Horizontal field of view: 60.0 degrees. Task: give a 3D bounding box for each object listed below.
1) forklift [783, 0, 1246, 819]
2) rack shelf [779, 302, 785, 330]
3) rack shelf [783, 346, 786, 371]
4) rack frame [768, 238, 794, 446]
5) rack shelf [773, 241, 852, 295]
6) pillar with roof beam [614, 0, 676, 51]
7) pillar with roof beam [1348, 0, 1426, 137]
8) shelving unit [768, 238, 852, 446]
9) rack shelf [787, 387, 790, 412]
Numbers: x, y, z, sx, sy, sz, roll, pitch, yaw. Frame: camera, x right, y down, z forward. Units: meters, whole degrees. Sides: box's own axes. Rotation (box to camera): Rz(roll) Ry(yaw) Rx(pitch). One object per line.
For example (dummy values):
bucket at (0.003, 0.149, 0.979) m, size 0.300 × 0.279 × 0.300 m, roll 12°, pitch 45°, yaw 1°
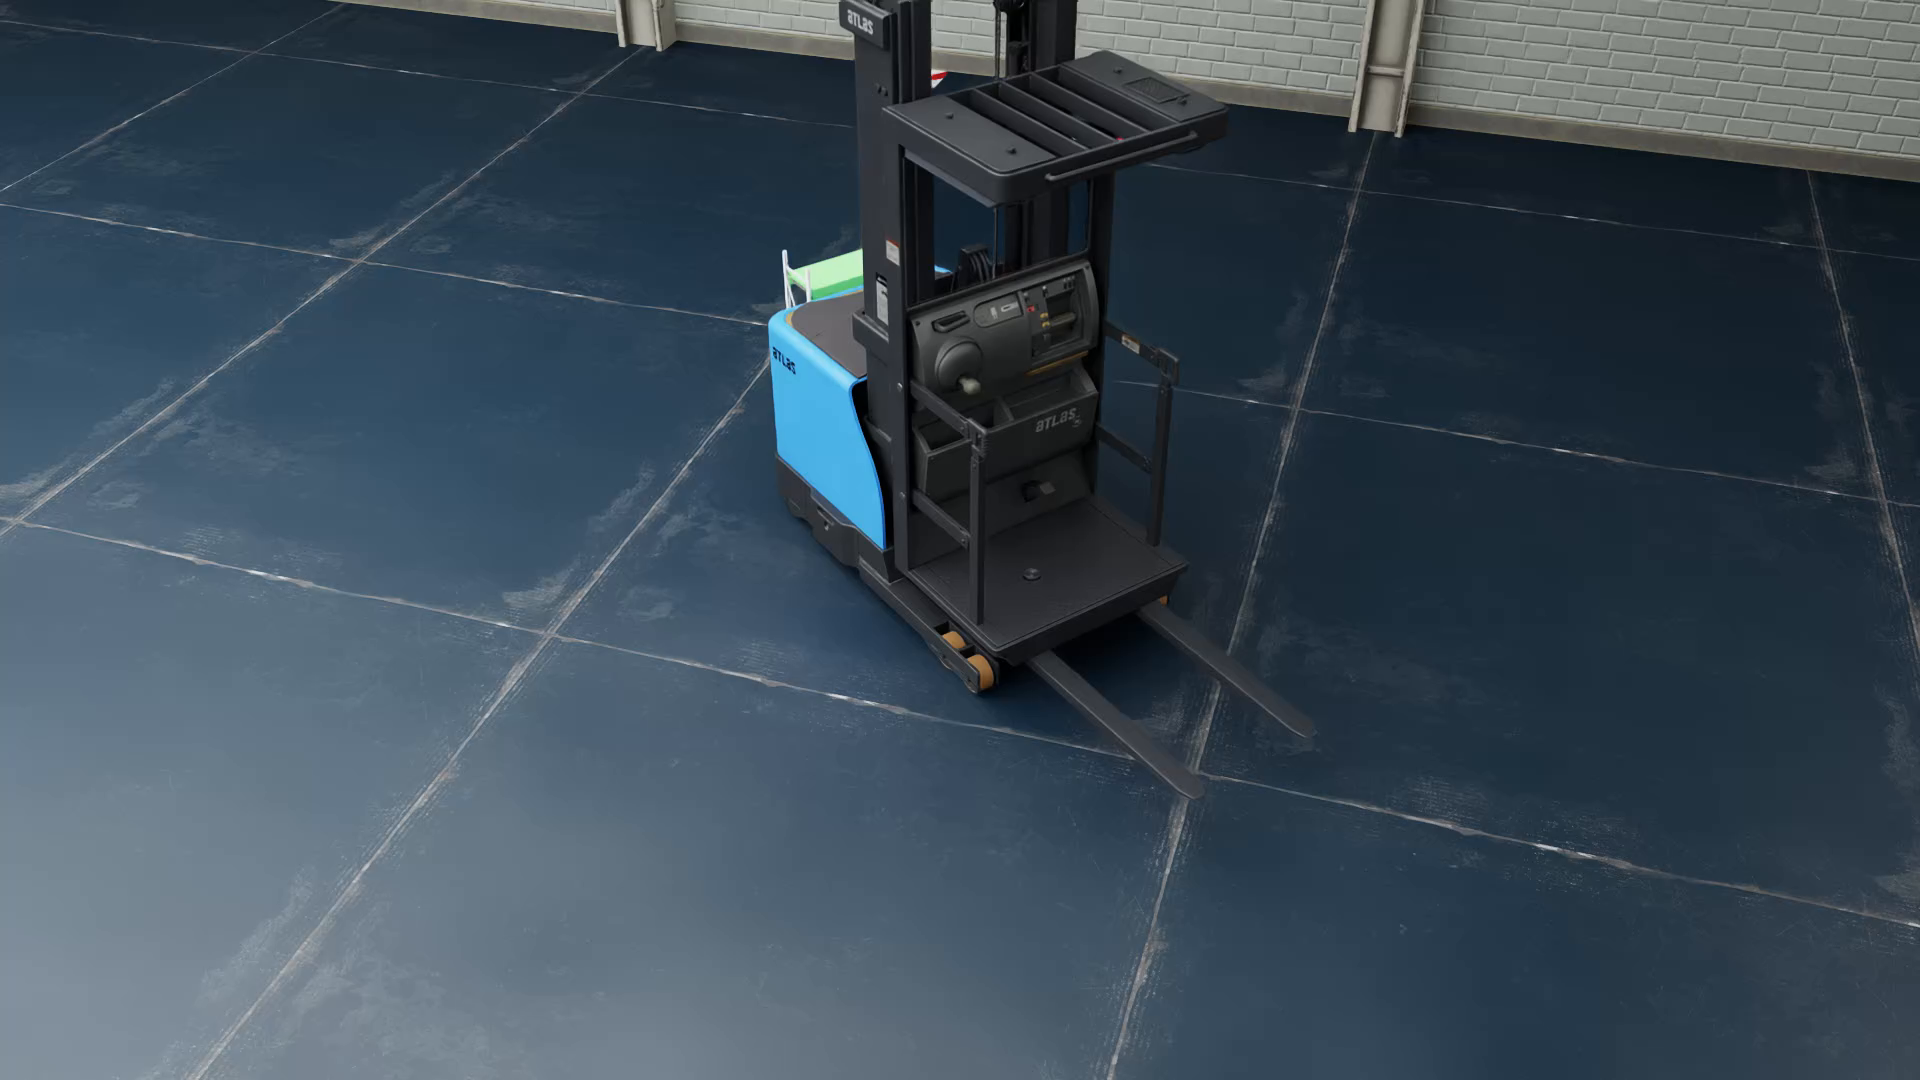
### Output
forklift at (0.205, -0.824, 6.897) m, size 1.130 × 2.935 × 3.031 m, roll -15°, pitch 39°, yaw -20°
rack shelf at (-0.664, -1.160, 8.505) m, size 0.480 × 0.148 × 0.258 m, roll -19°, pitch 37°, yaw -24°
rack shelf at (-0.657, -0.960, 8.637) m, size 0.480 × 0.148 × 0.258 m, roll -19°, pitch 37°, yaw -24°
rack frame at (-0.870, -0.941, 8.503) m, size 0.015 × 1.200 × 0.240 m, roll -19°, pitch 37°, yaw -24°
rack shelf at (-0.671, -1.360, 8.373) m, size 0.480 × 0.148 × 0.258 m, roll -19°, pitch 37°, yaw -24°
pillar with roof beam at (-3.885, -5.346, 7.923) m, size 0.400 × 9.000 × 9.100 m, roll 10°, pitch 38°, yaw 14°
pillar with roof beam at (1.842, -4.286, 6.482) m, size 0.400 × 9.000 × 9.100 m, roll 10°, pitch 38°, yaw 14°
shelving unit at (-0.659, -1.013, 8.602) m, size 0.503 × 1.200 × 0.258 m, roll -19°, pitch 37°, yaw -24°
rack shelf at (-0.650, -0.760, 8.769) m, size 0.480 × 0.148 × 0.258 m, roll -19°, pitch 37°, yaw -24°
